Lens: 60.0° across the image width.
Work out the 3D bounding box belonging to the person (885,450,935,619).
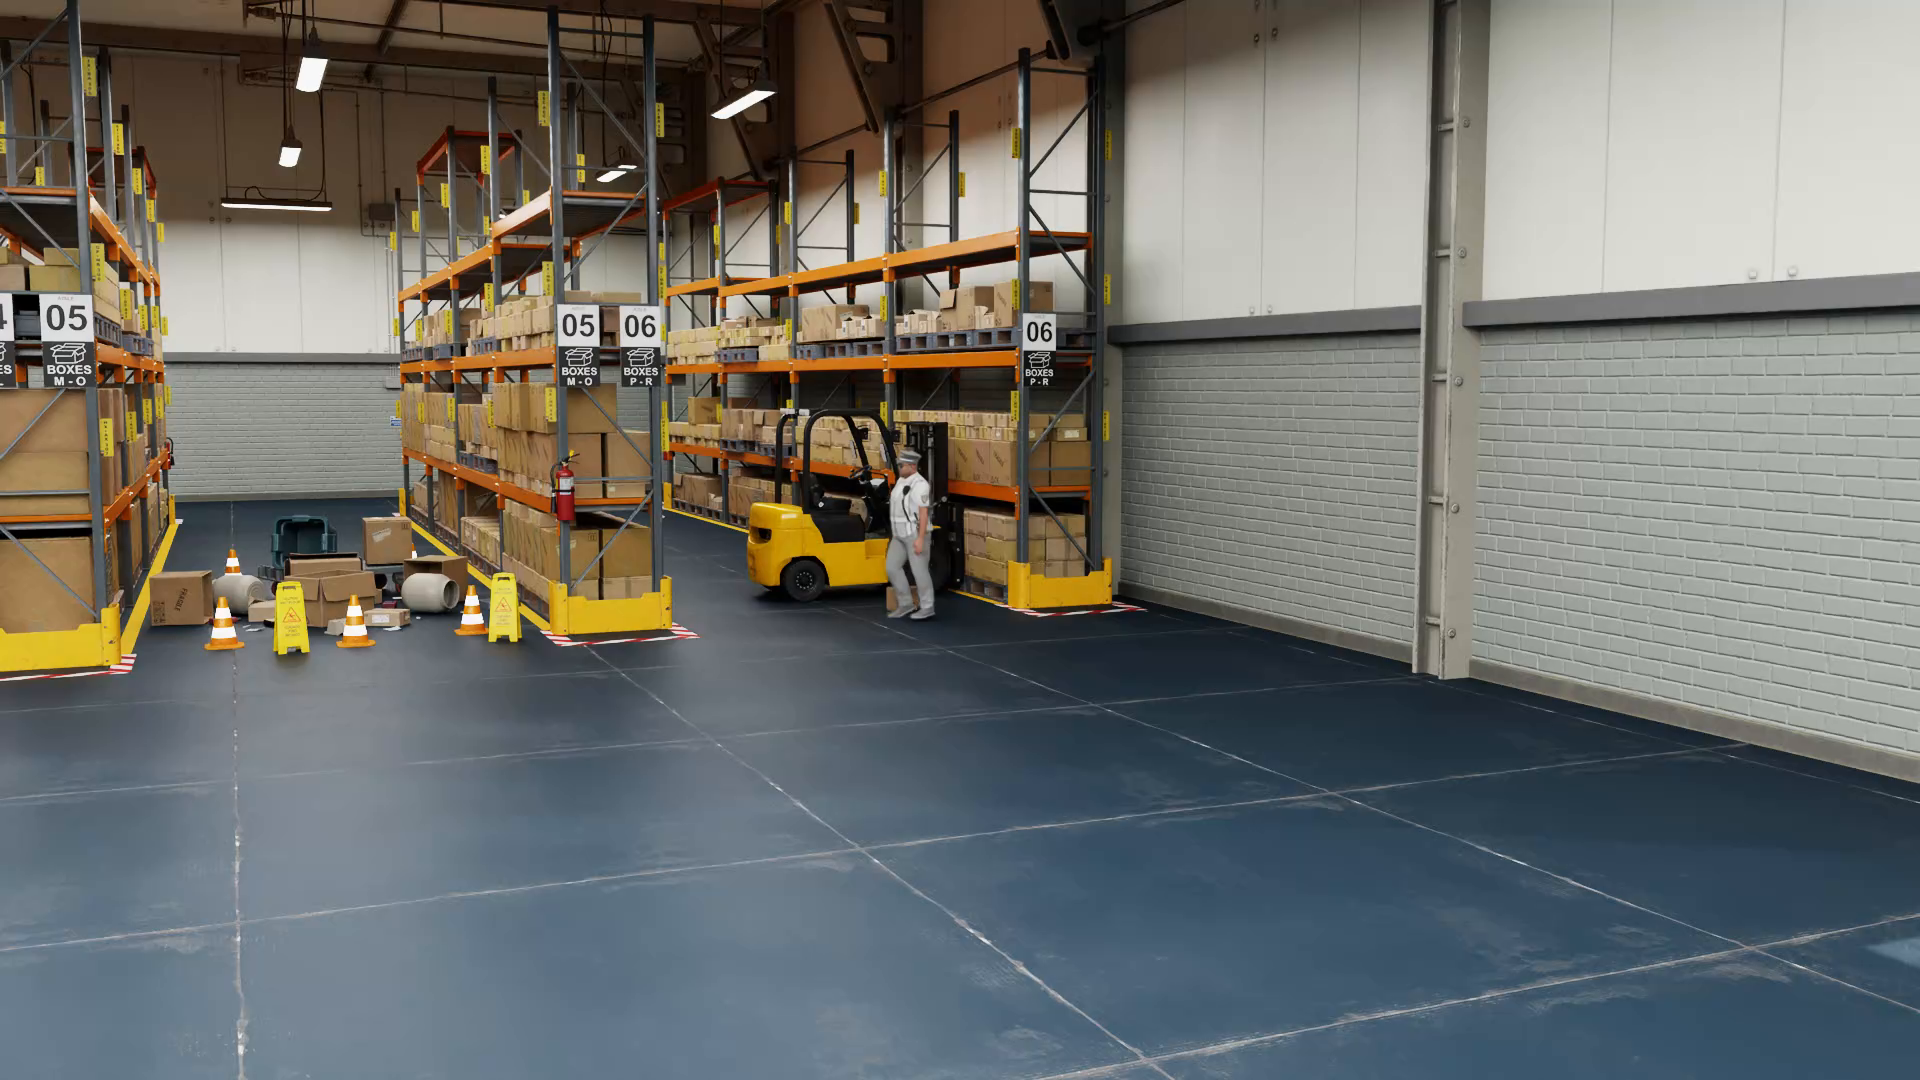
[{"bbox_3d":[-0.502,-0.040,17.152,0.487,1.784,0.619,-4,7,-37],"label":"person"}]
